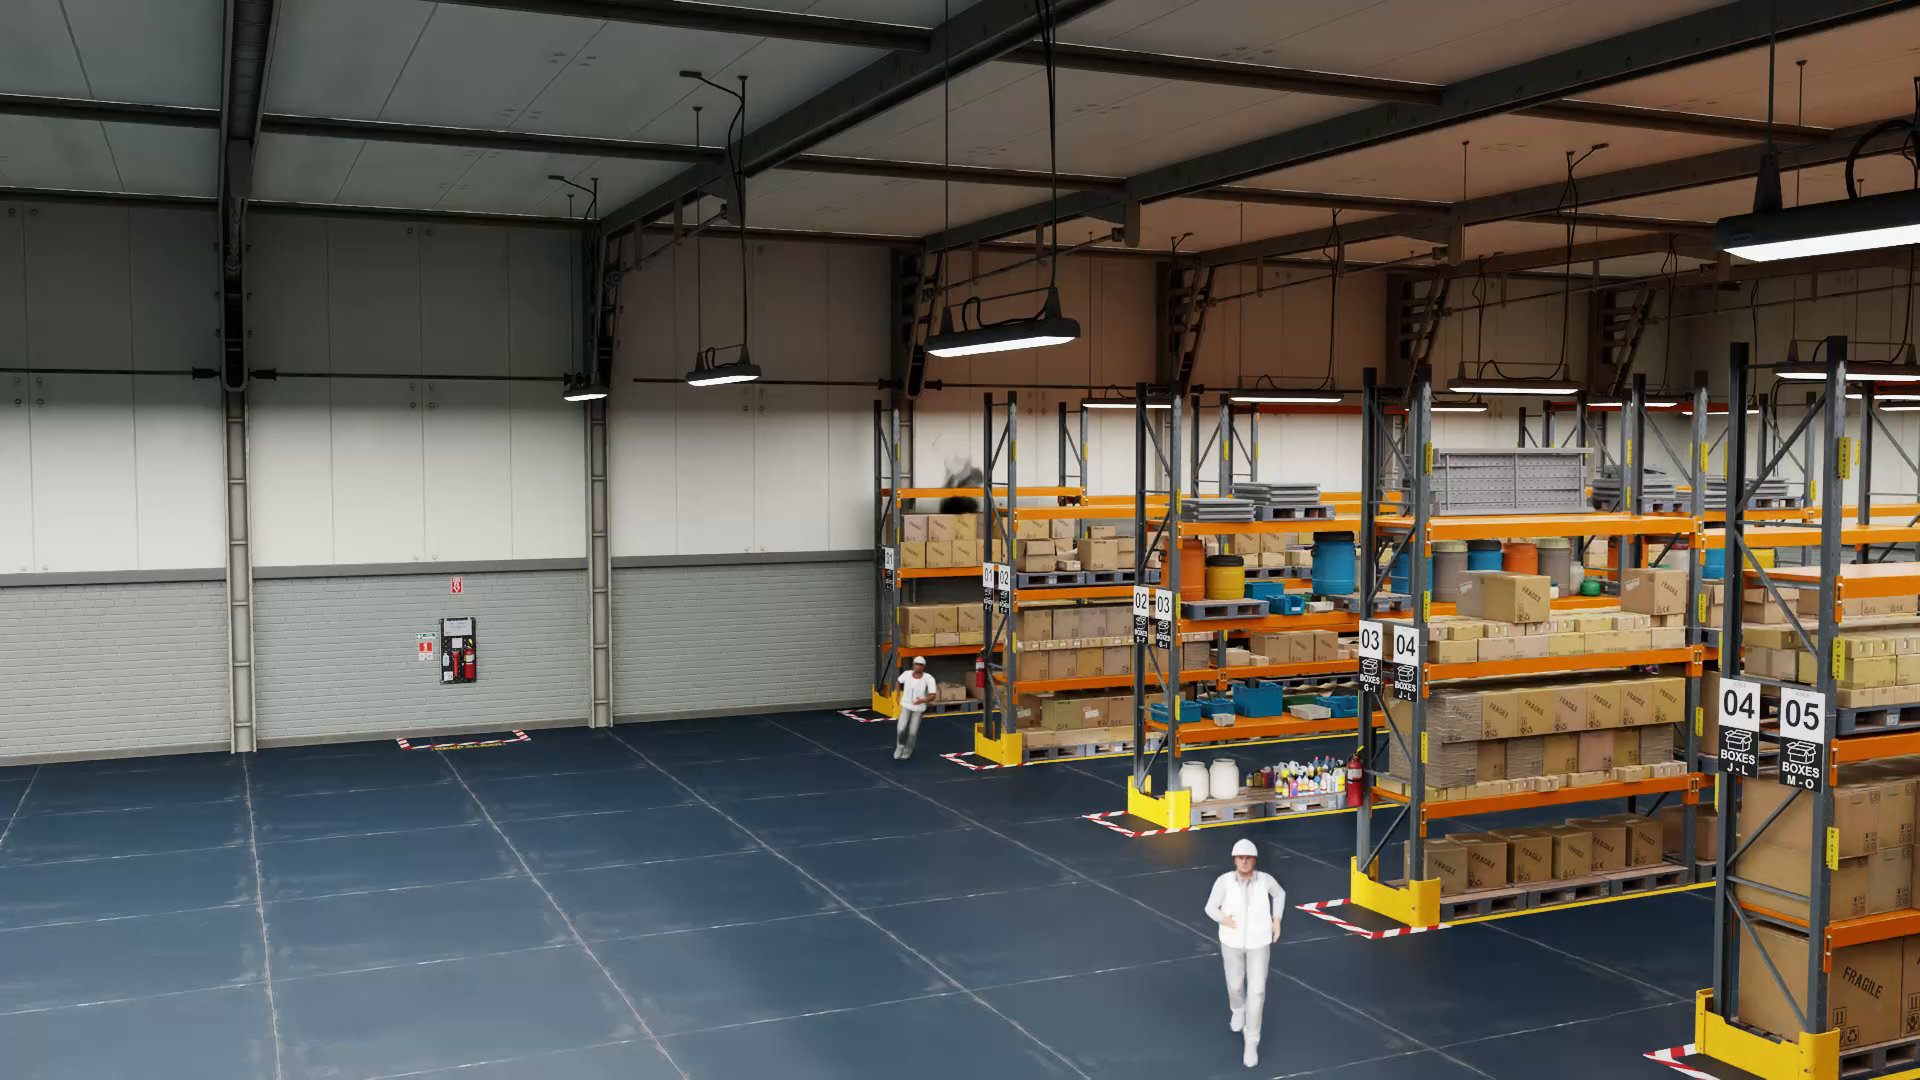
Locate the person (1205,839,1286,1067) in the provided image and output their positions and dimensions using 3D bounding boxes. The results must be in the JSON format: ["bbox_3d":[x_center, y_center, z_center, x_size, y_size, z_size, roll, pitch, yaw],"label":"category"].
[{"bbox_3d":[2.429,3.448,14.176,0.671,1.823,0.881,1,3,11],"label":"person"}]

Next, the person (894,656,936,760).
[{"bbox_3d":[-0.734,2.730,26.974,0.717,1.701,0.618,0,3,7],"label":"person"}]
